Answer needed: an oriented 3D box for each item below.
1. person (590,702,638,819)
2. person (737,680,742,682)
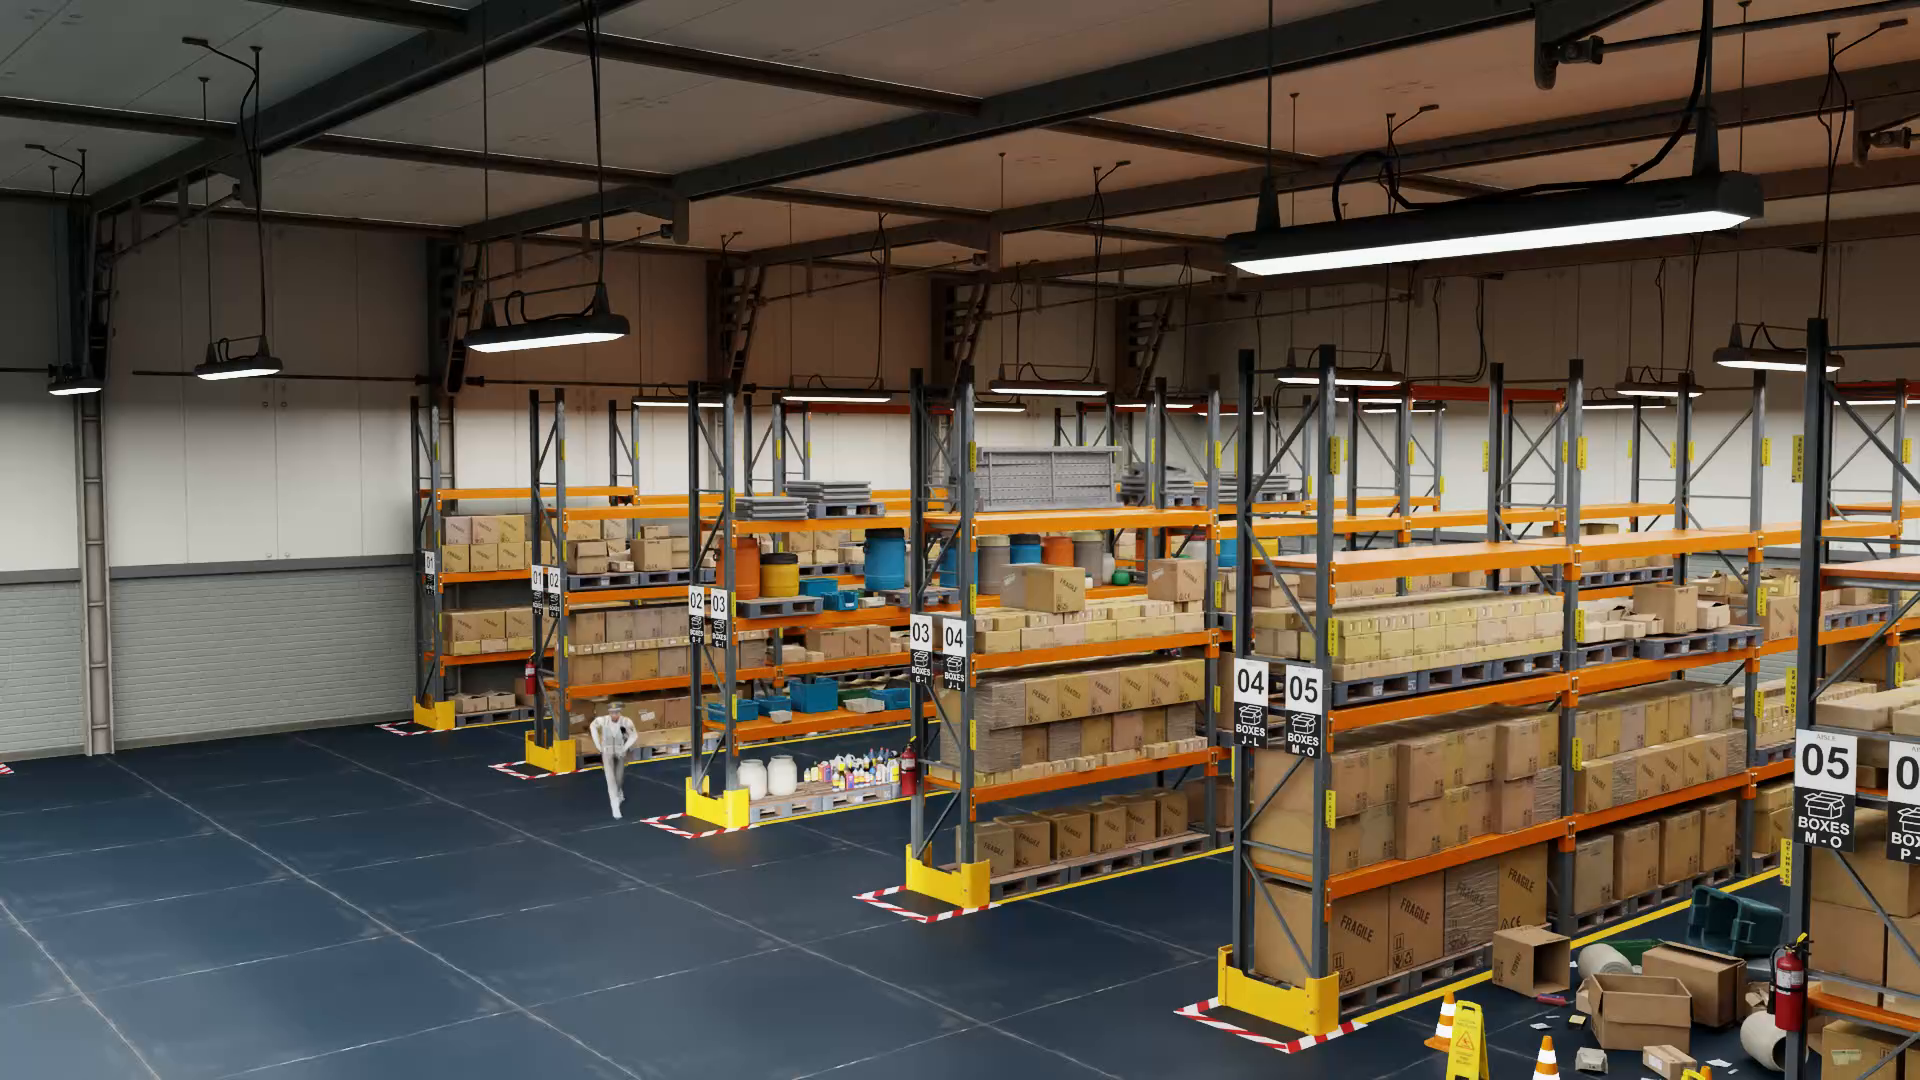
[{"bbox_3d":[-4.824,3.021,23.245,0.655,1.628,0.980,0,3,-8],"label":"person"},{"bbox_3d":[-4.193,2.477,30.854,0.732,1.736,0.786,3,5,44],"label":"person"}]
